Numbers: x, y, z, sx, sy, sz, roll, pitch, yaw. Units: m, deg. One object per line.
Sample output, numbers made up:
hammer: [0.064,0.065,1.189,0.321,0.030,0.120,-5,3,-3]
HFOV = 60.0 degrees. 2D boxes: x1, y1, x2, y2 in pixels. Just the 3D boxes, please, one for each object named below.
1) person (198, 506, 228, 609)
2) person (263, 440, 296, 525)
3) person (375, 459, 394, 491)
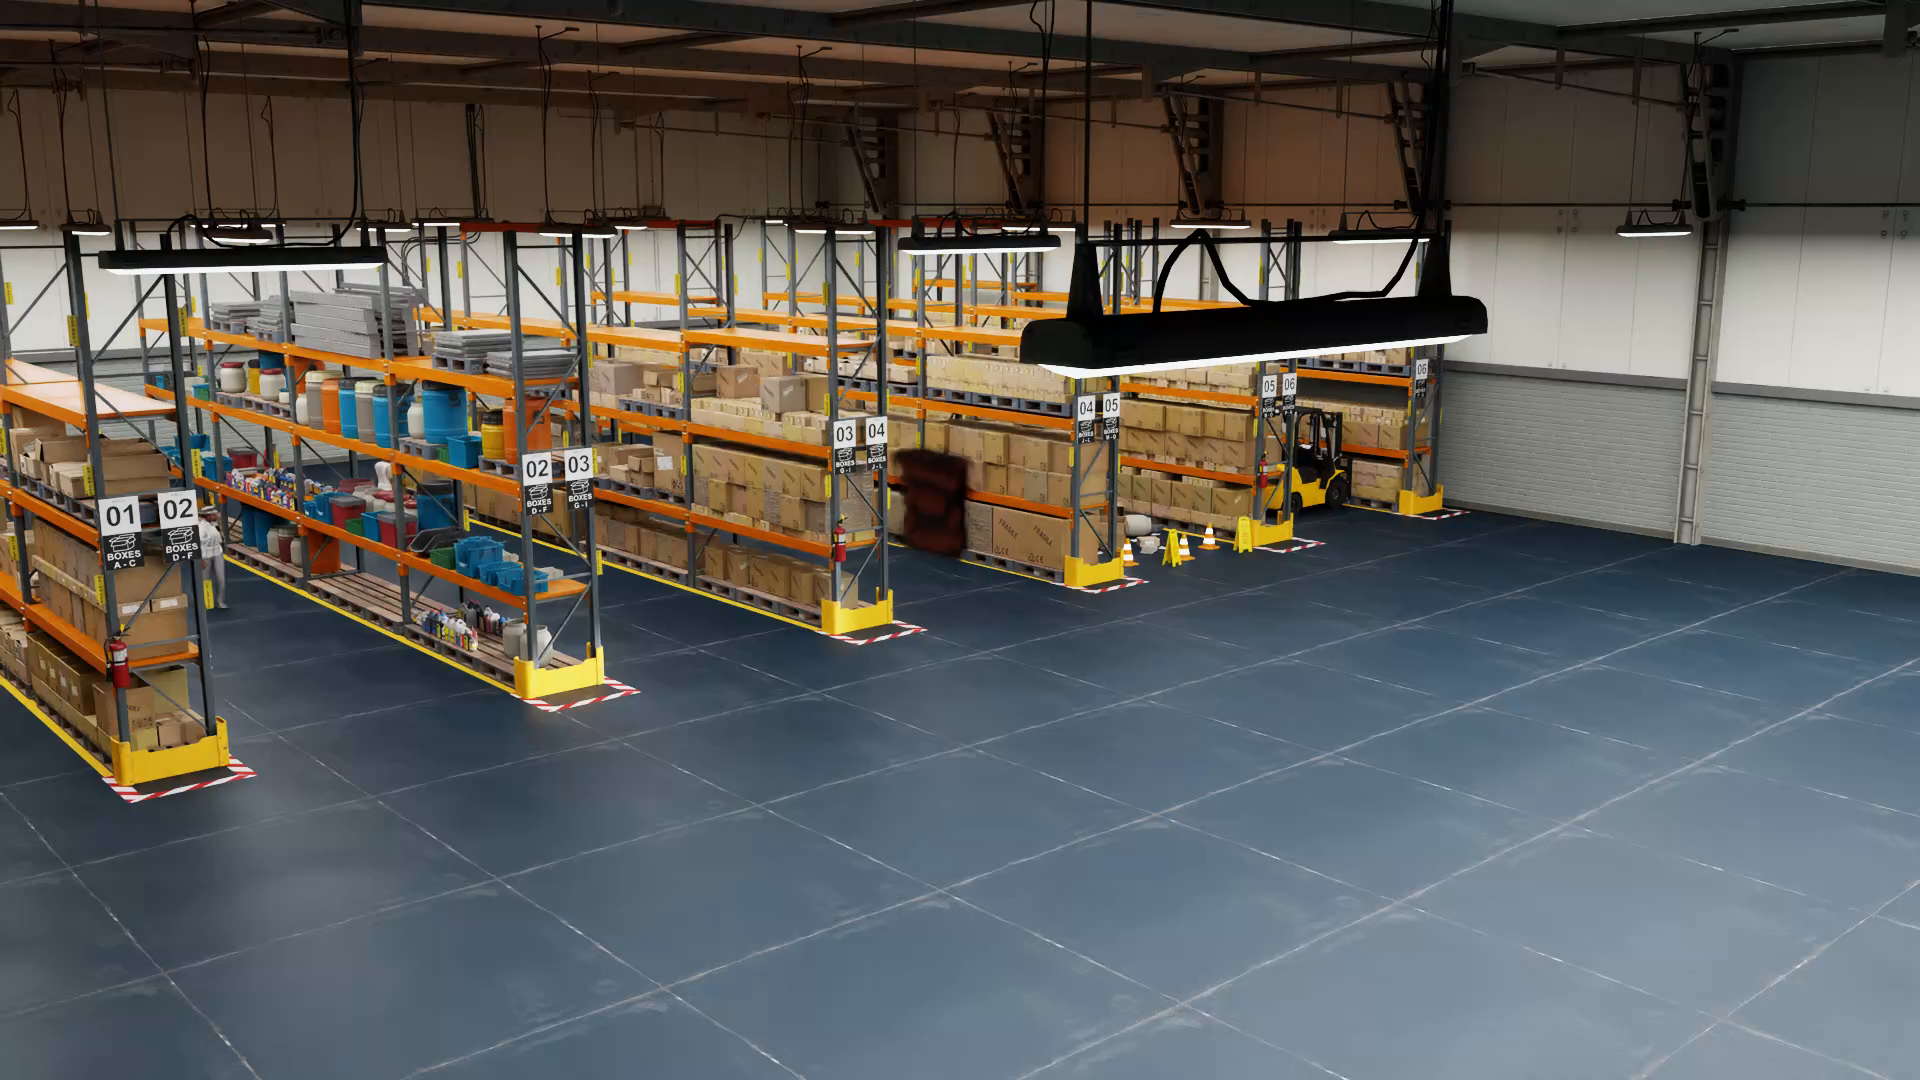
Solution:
person: [-11.913,0.258,26.390,0.434,1.636,0.665,-10,15,-42]
person: [-13.723,-1.180,33.372,0.567,1.734,0.572,-7,13,-29]
person: [-10.831,-0.879,31.641,0.637,1.789,0.439,10,15,41]
